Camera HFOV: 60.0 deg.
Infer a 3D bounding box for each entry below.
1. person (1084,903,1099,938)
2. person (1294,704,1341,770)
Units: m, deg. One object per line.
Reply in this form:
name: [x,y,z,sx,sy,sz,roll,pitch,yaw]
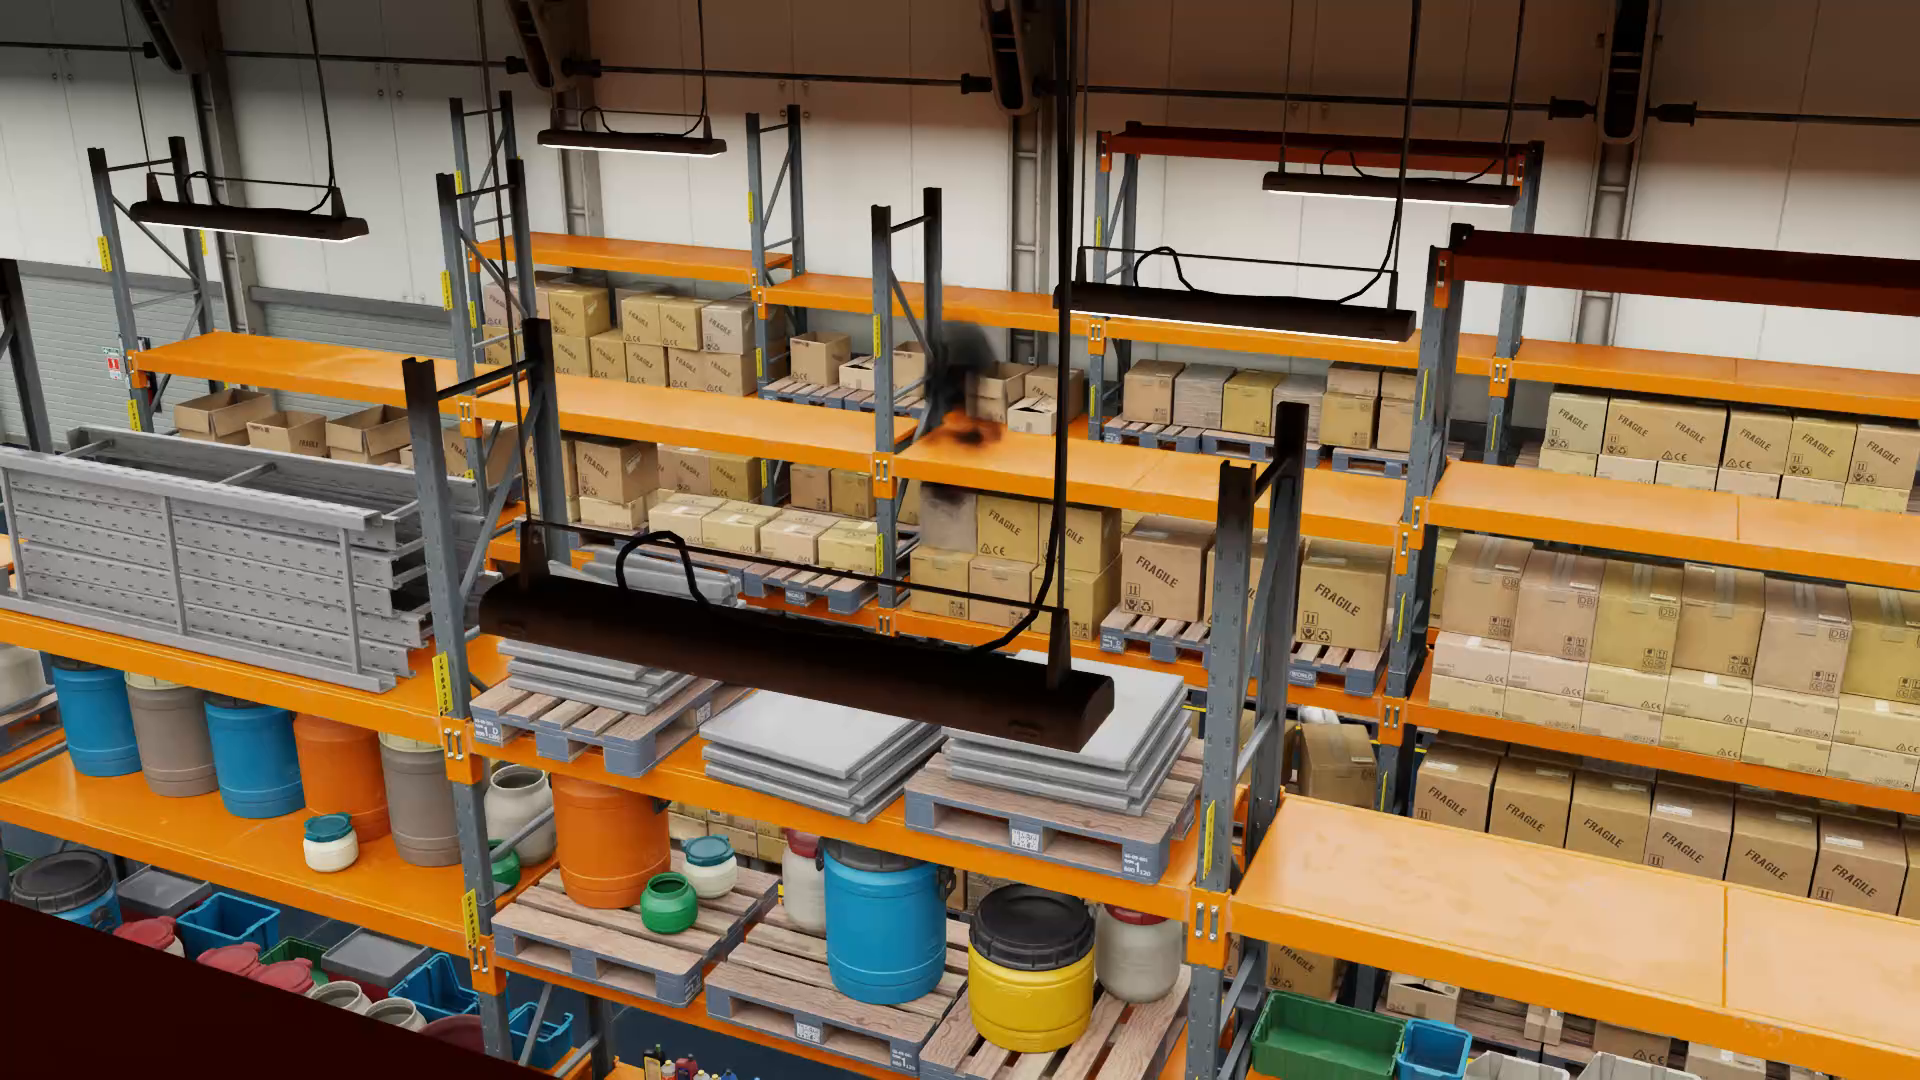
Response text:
person: [0.916,3.262,11.726,0.561,1.601,0.595,5,21,13]
person: [3.394,1.977,15.112,1.060,1.715,0.746,6,21,16]
